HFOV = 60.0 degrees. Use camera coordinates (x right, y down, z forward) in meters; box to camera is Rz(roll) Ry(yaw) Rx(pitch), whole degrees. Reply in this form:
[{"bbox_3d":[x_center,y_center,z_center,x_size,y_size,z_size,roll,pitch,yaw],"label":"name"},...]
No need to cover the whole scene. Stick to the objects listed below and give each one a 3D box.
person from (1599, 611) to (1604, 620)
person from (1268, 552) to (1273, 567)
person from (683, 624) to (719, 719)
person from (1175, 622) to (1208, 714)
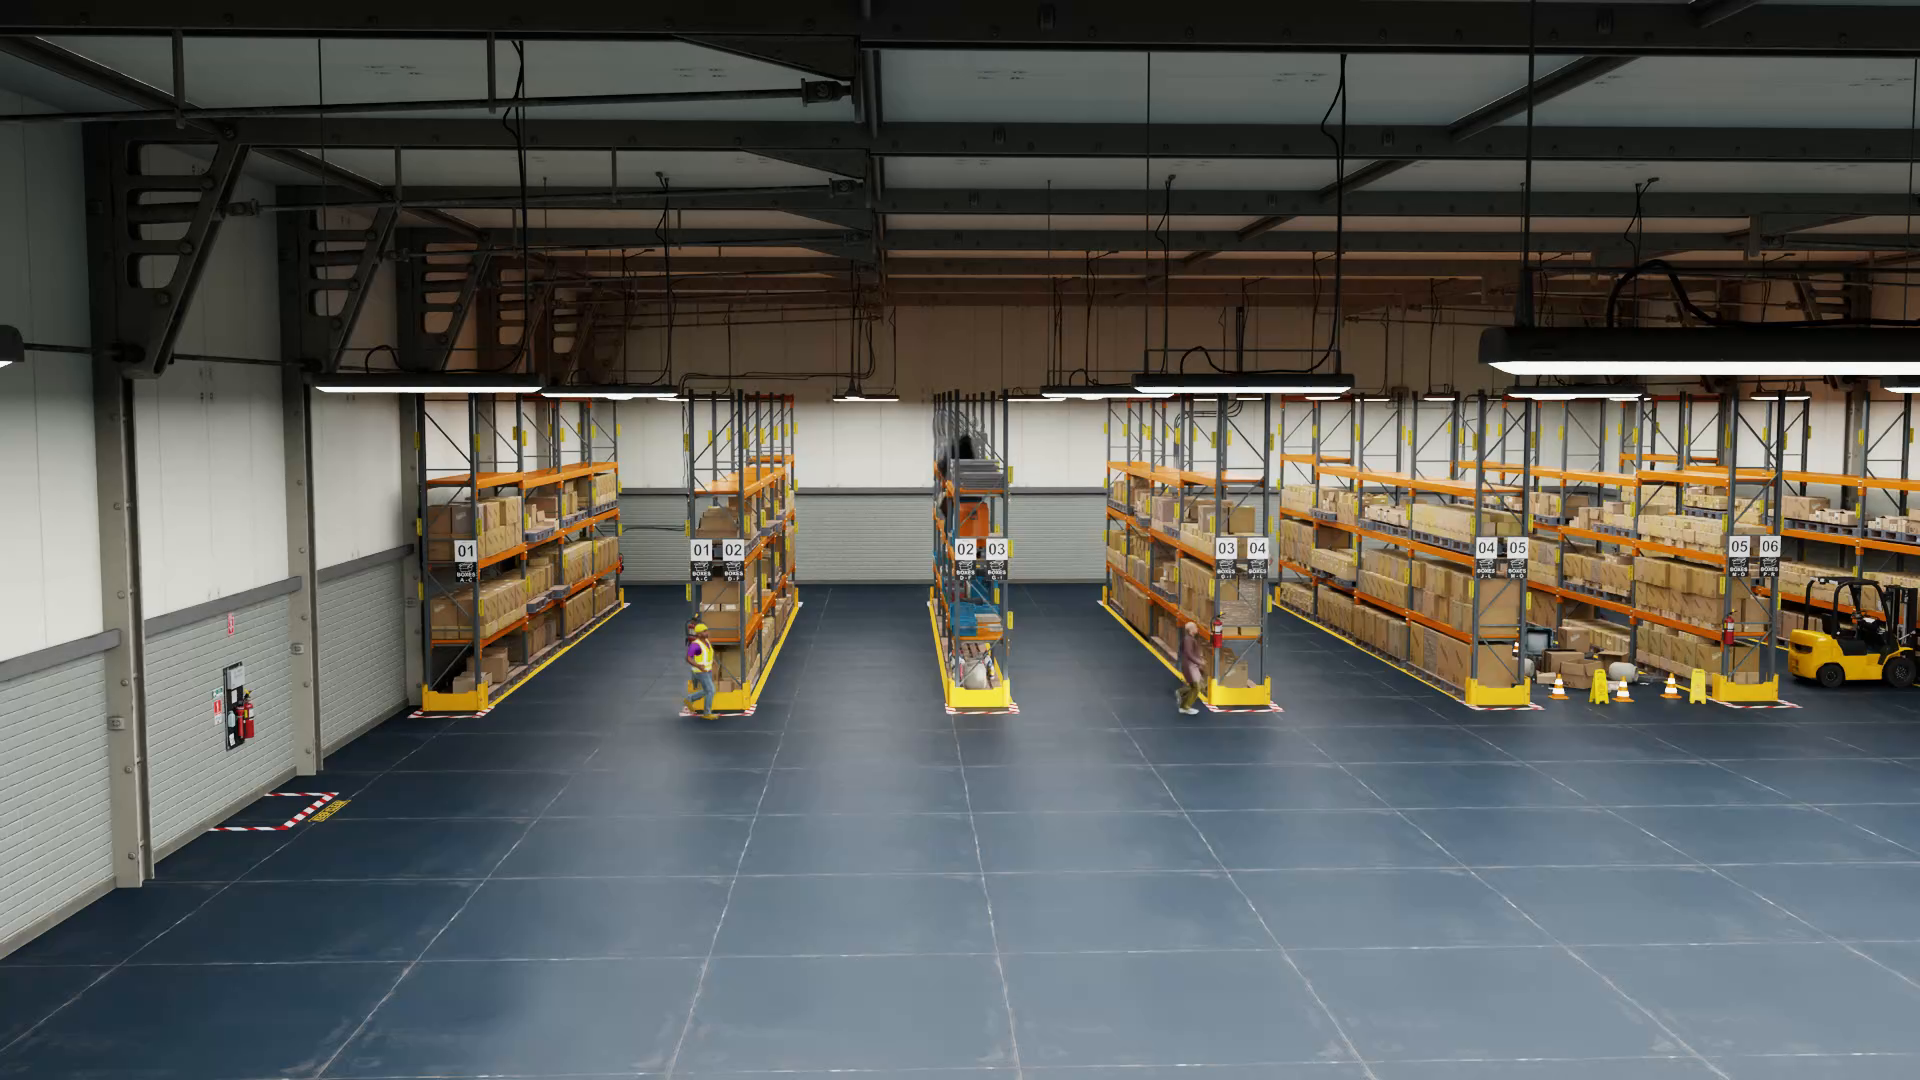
[{"bbox_3d":[16.259,1.441,42.719,0.602,1.604,0.634,-1,5,-13],"label":"person"},{"bbox_3d":[8.675,0.885,48.500,0.900,1.767,0.742,-1,5,-16],"label":"person"},{"bbox_3d":[-4.739,2.396,30.361,0.708,1.742,0.688,1,5,13],"label":"person"},{"bbox_3d":[4.266,2.360,30.719,0.606,1.713,0.702,1,5,12],"label":"person"}]
